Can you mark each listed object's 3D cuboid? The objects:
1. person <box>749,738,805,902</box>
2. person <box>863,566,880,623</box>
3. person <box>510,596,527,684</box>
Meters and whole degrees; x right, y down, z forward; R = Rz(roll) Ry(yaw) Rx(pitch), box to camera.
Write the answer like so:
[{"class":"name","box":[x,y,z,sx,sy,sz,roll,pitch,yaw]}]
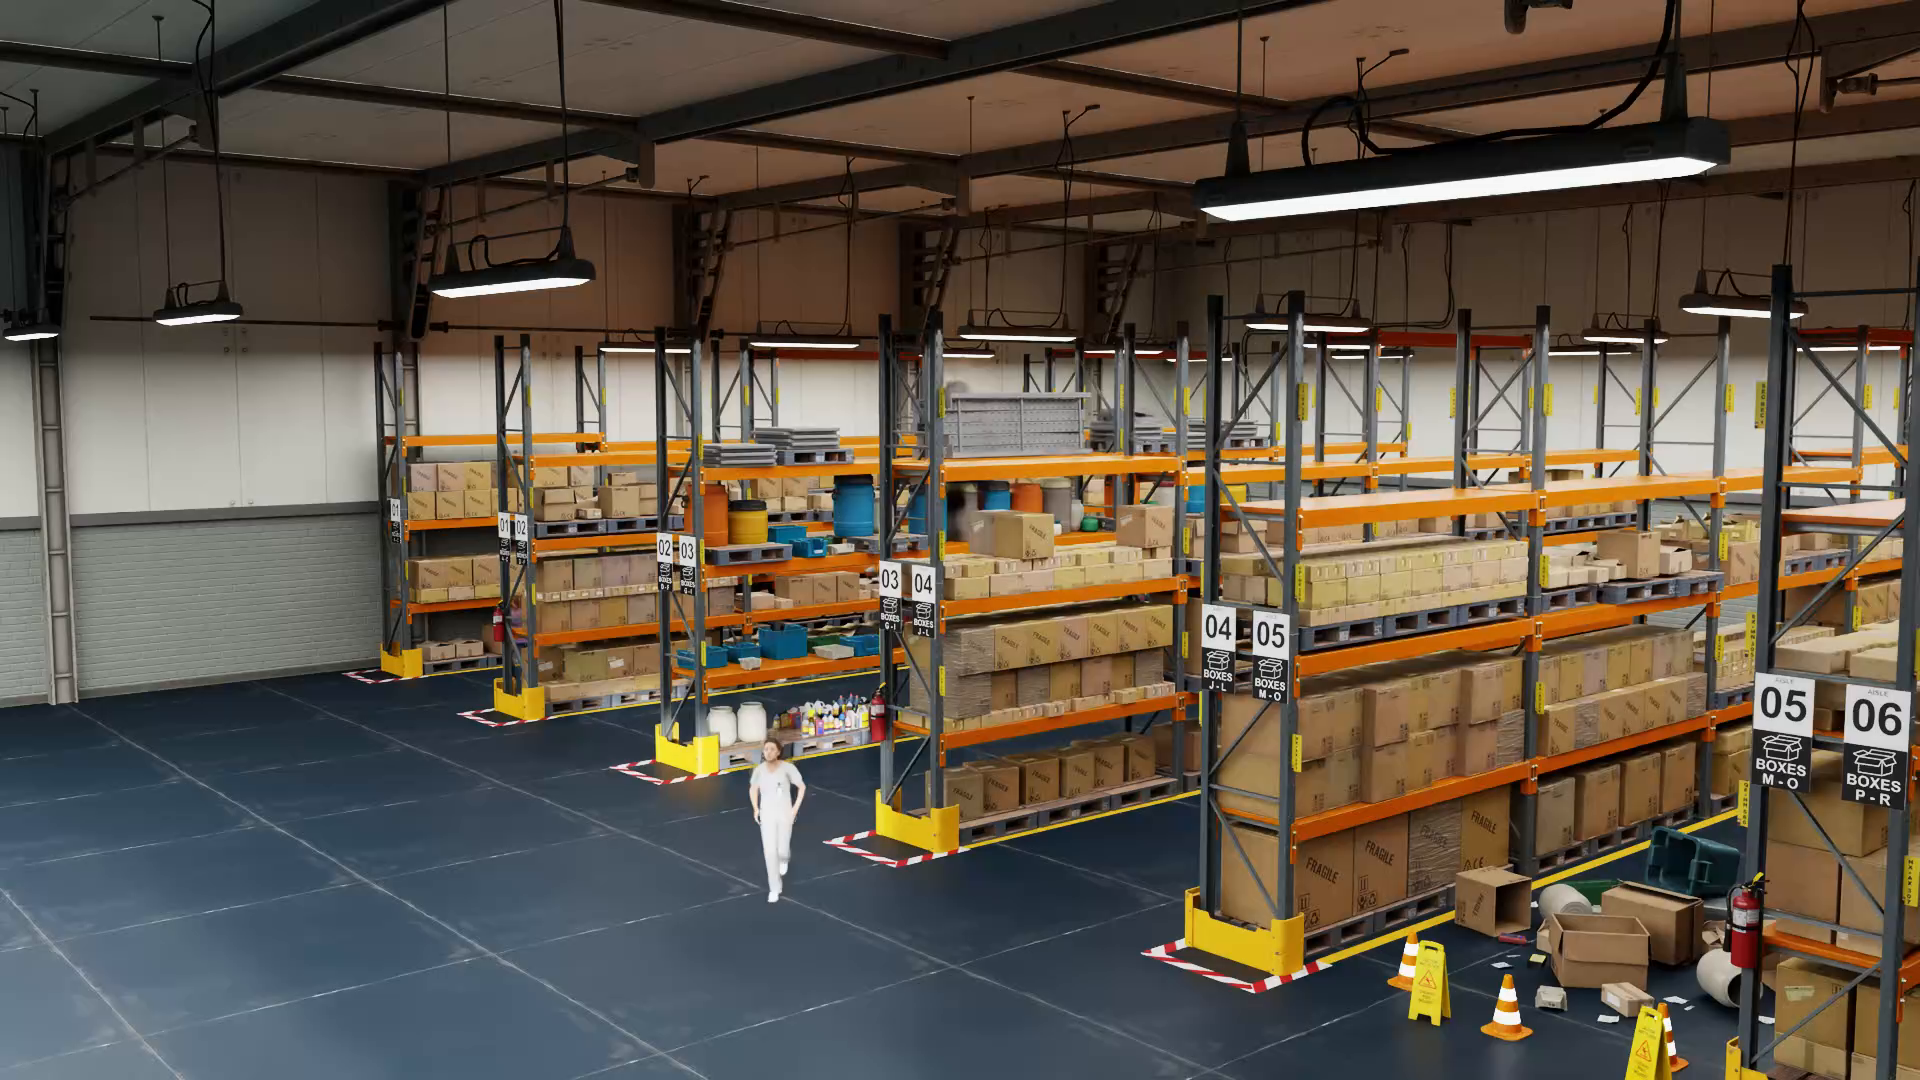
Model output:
[{"class":"person","box":[-1.858,2.813,16.997,0.575,1.656,0.636,0,5,5]},{"class":"person","box":[-1.648,1.349,33.085,0.697,1.678,0.602,-5,7,-41]},{"class":"person","box":[-7.600,1.776,28.545,0.522,1.639,0.736,2,6,21]}]
